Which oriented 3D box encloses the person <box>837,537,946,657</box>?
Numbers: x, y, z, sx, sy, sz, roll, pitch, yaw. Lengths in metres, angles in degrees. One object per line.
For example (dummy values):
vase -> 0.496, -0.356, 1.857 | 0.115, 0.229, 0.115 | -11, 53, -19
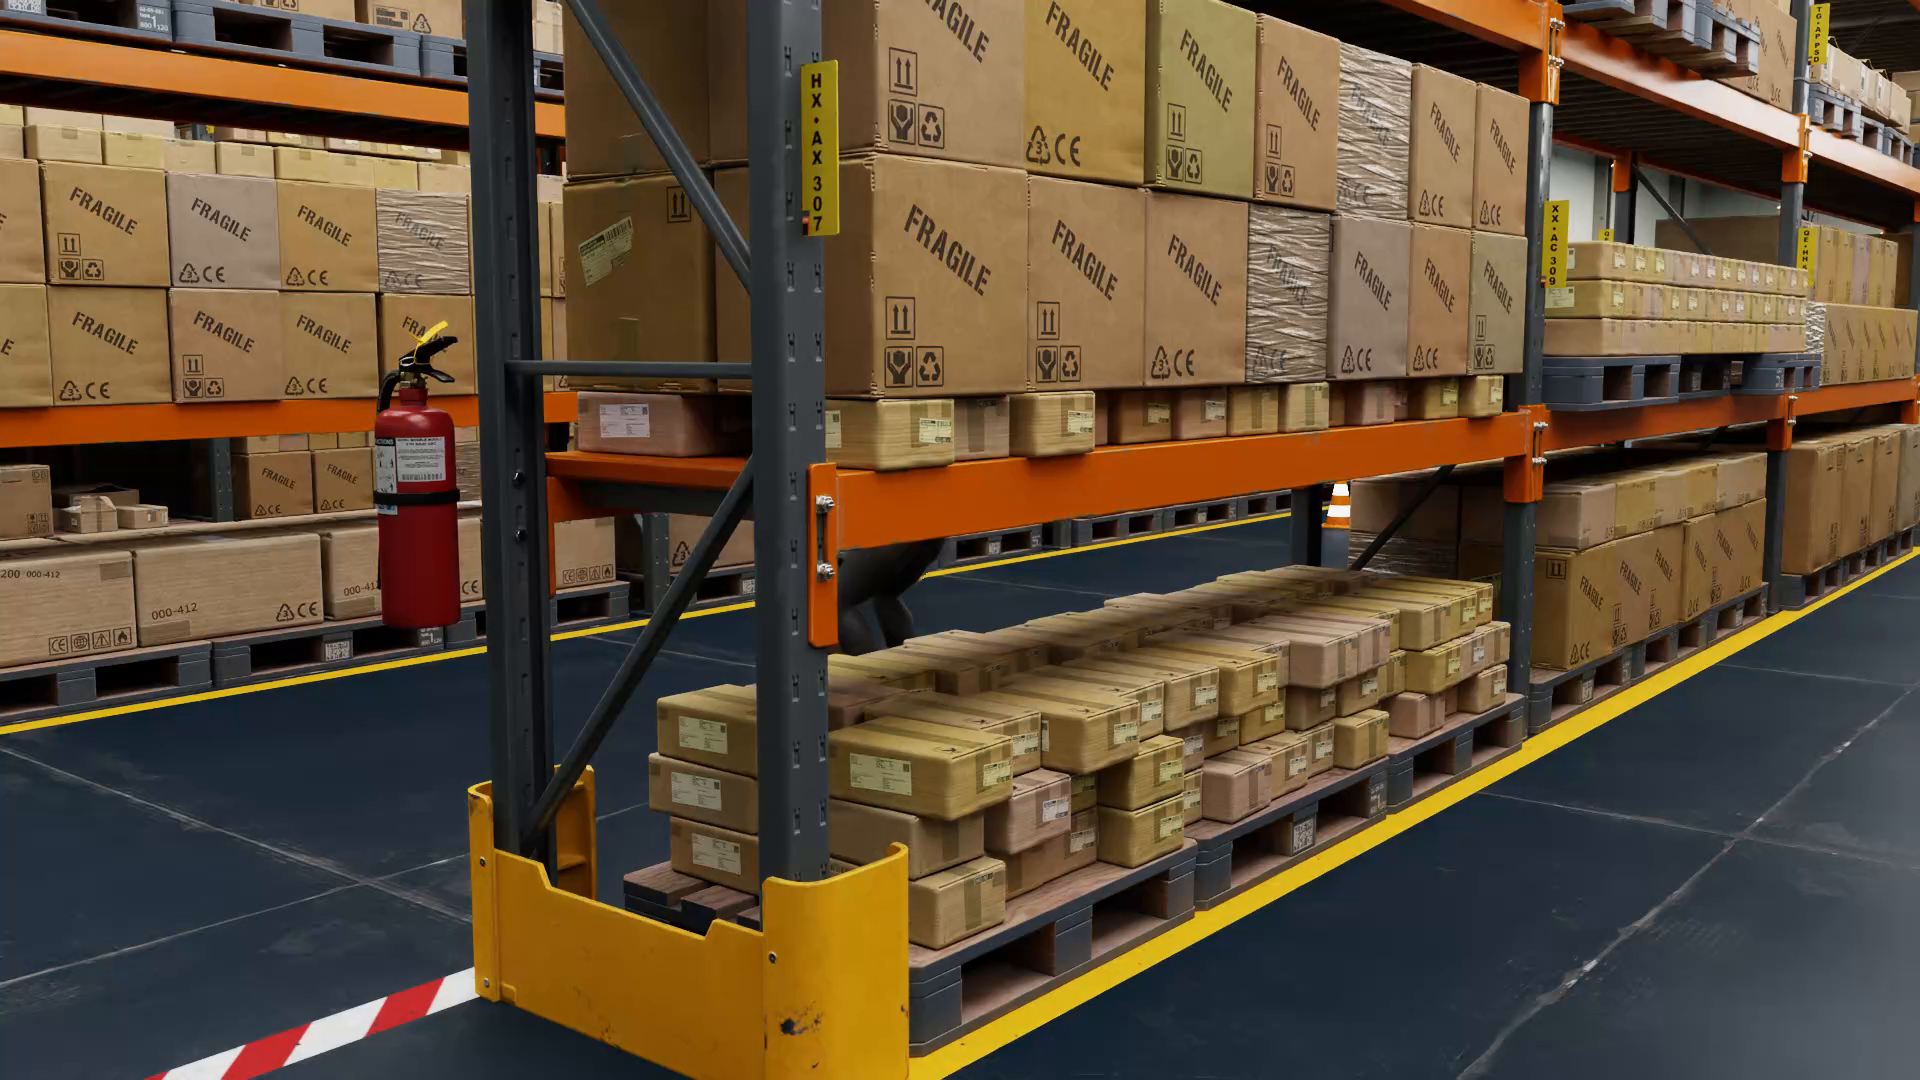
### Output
person -> -0.375, -0.003, 7.255 | 0.576, 1.441, 0.492 | 6, 9, 39
